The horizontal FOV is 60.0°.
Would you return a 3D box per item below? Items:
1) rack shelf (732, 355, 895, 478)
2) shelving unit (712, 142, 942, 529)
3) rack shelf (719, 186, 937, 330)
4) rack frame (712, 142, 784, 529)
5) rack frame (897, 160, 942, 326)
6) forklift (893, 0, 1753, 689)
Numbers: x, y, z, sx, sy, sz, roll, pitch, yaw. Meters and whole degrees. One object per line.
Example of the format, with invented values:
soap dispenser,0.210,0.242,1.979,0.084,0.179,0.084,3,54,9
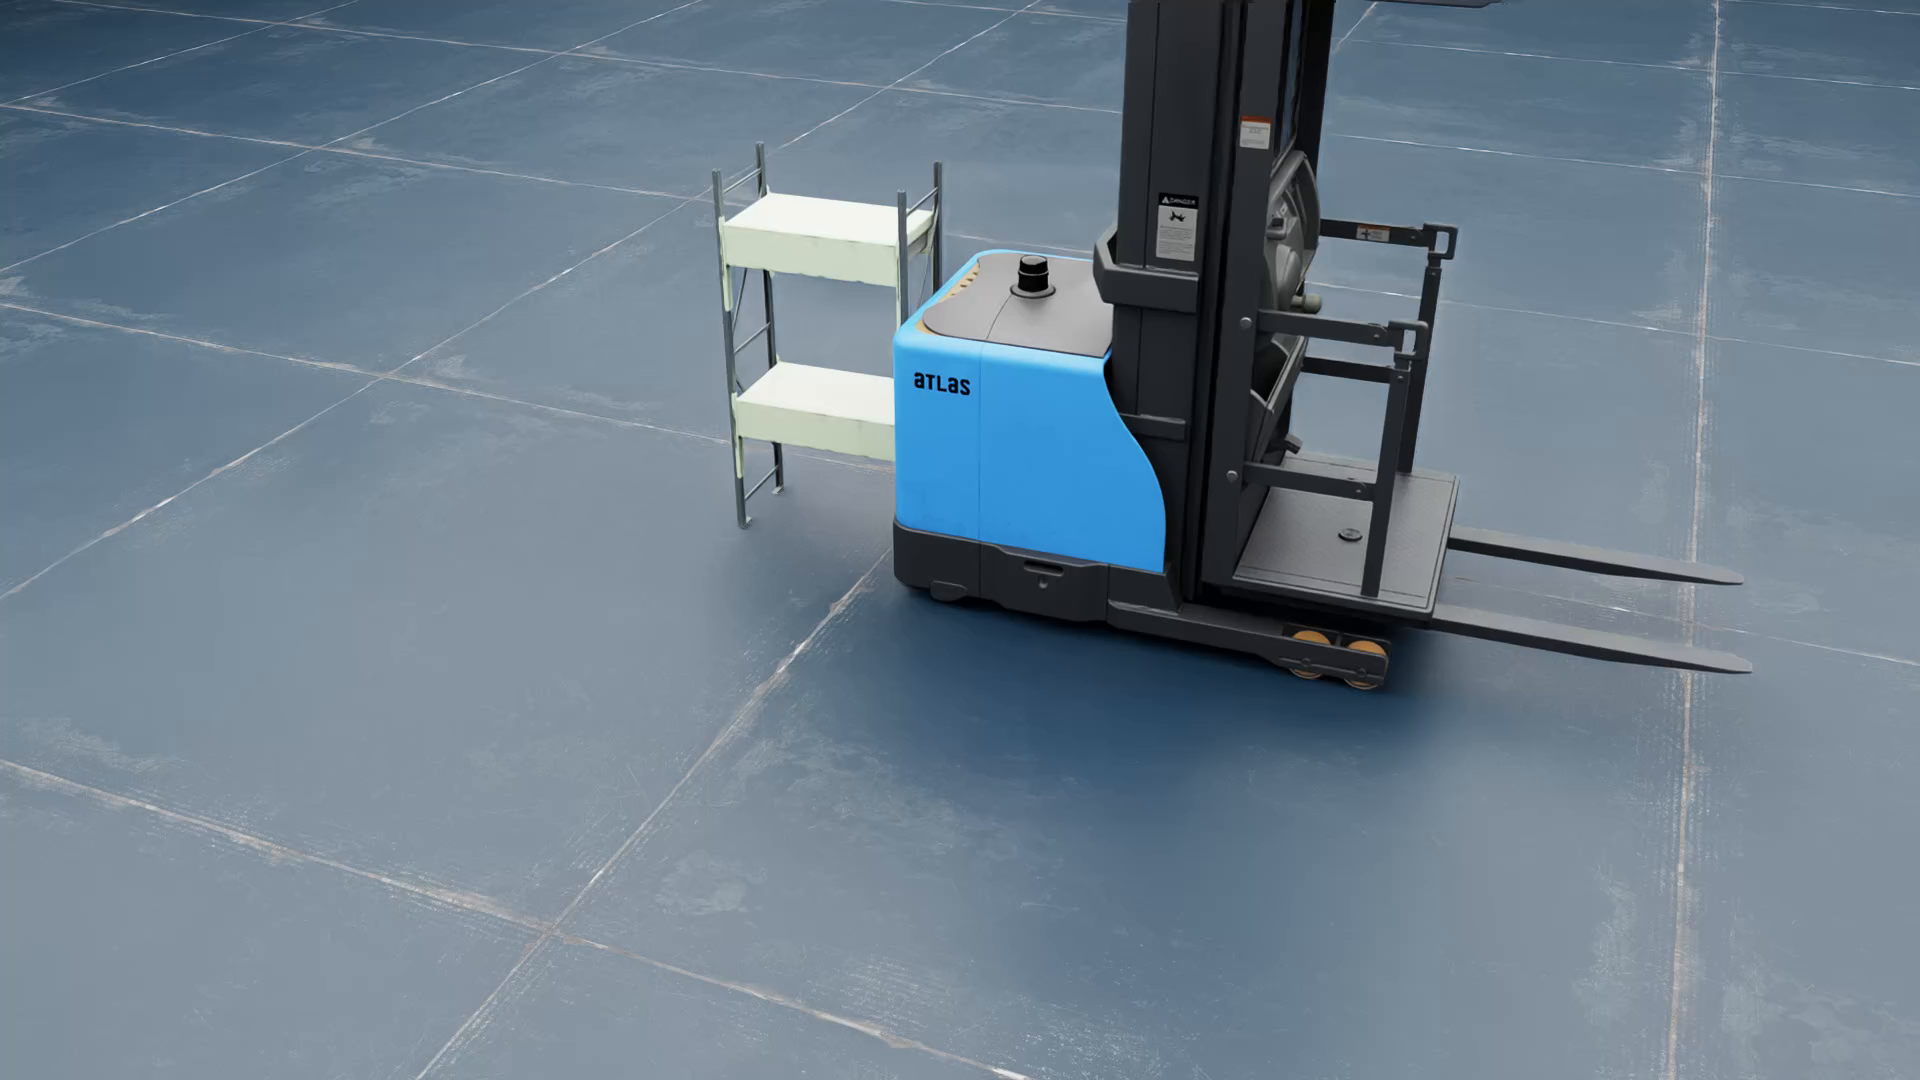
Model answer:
rack shelf,-0.490,-0.448,6.681,0.720,0.370,0.431,10,31,17
shelving unit,-0.490,-0.732,6.520,0.755,1.500,0.431,10,31,17
rack shelf,-0.490,-1.072,6.328,0.720,0.370,0.431,10,31,17
rack frame,-0.834,-0.793,6.628,0.023,1.500,0.400,10,31,17
rack frame,-0.145,-0.671,6.413,0.023,1.500,0.400,10,31,17
forklift,1.319,-1.049,5.627,3.031,2.935,1.130,10,31,17
